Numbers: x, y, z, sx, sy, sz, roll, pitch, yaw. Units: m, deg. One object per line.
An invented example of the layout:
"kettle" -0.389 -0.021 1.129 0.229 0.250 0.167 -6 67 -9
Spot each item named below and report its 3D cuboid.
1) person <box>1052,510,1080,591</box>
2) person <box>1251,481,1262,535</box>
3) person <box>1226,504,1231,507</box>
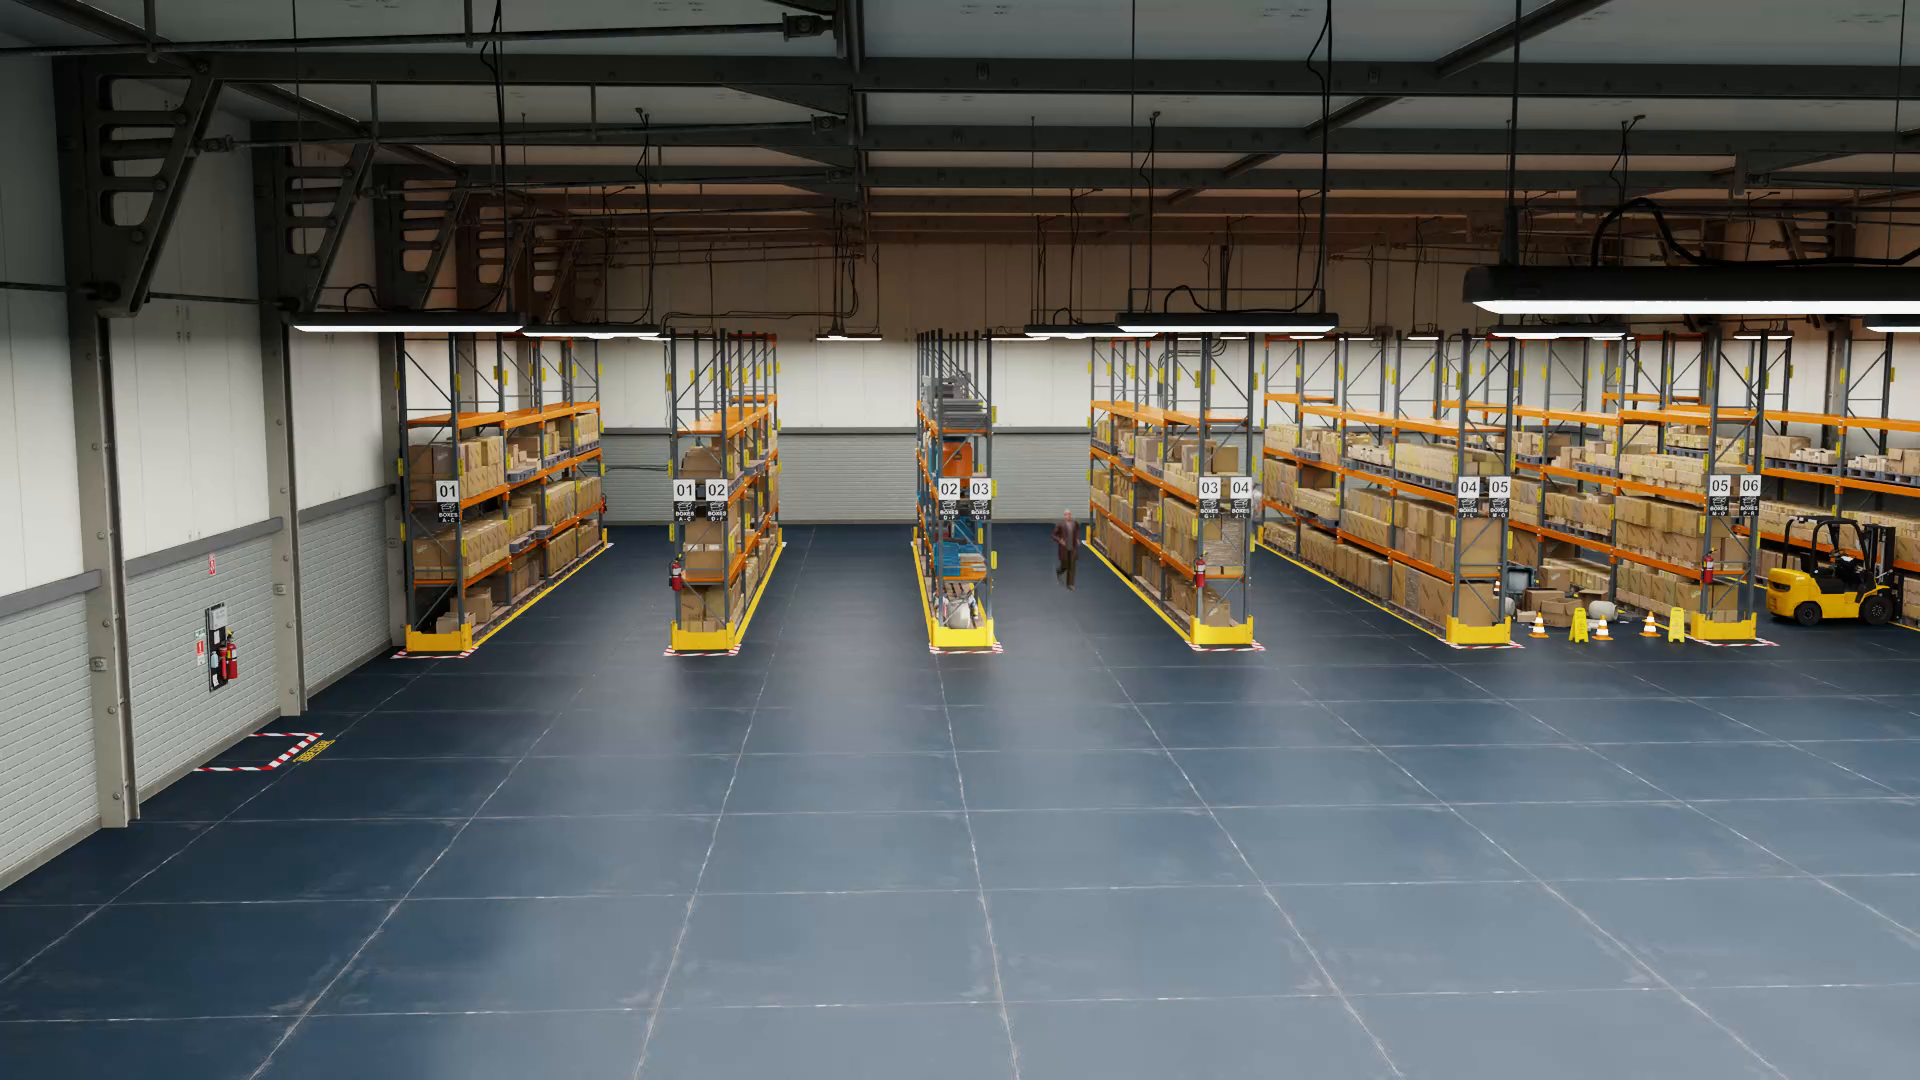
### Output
"person" 2.386 0.207 36.989 0.711 1.780 0.923 -2 7 -16
"person" 8.507 -0.876 48.742 0.567 1.727 0.723 -3 8 -26
"person" 7.777 -0.852 48.552 0.753 1.703 1.012 6 9 43
